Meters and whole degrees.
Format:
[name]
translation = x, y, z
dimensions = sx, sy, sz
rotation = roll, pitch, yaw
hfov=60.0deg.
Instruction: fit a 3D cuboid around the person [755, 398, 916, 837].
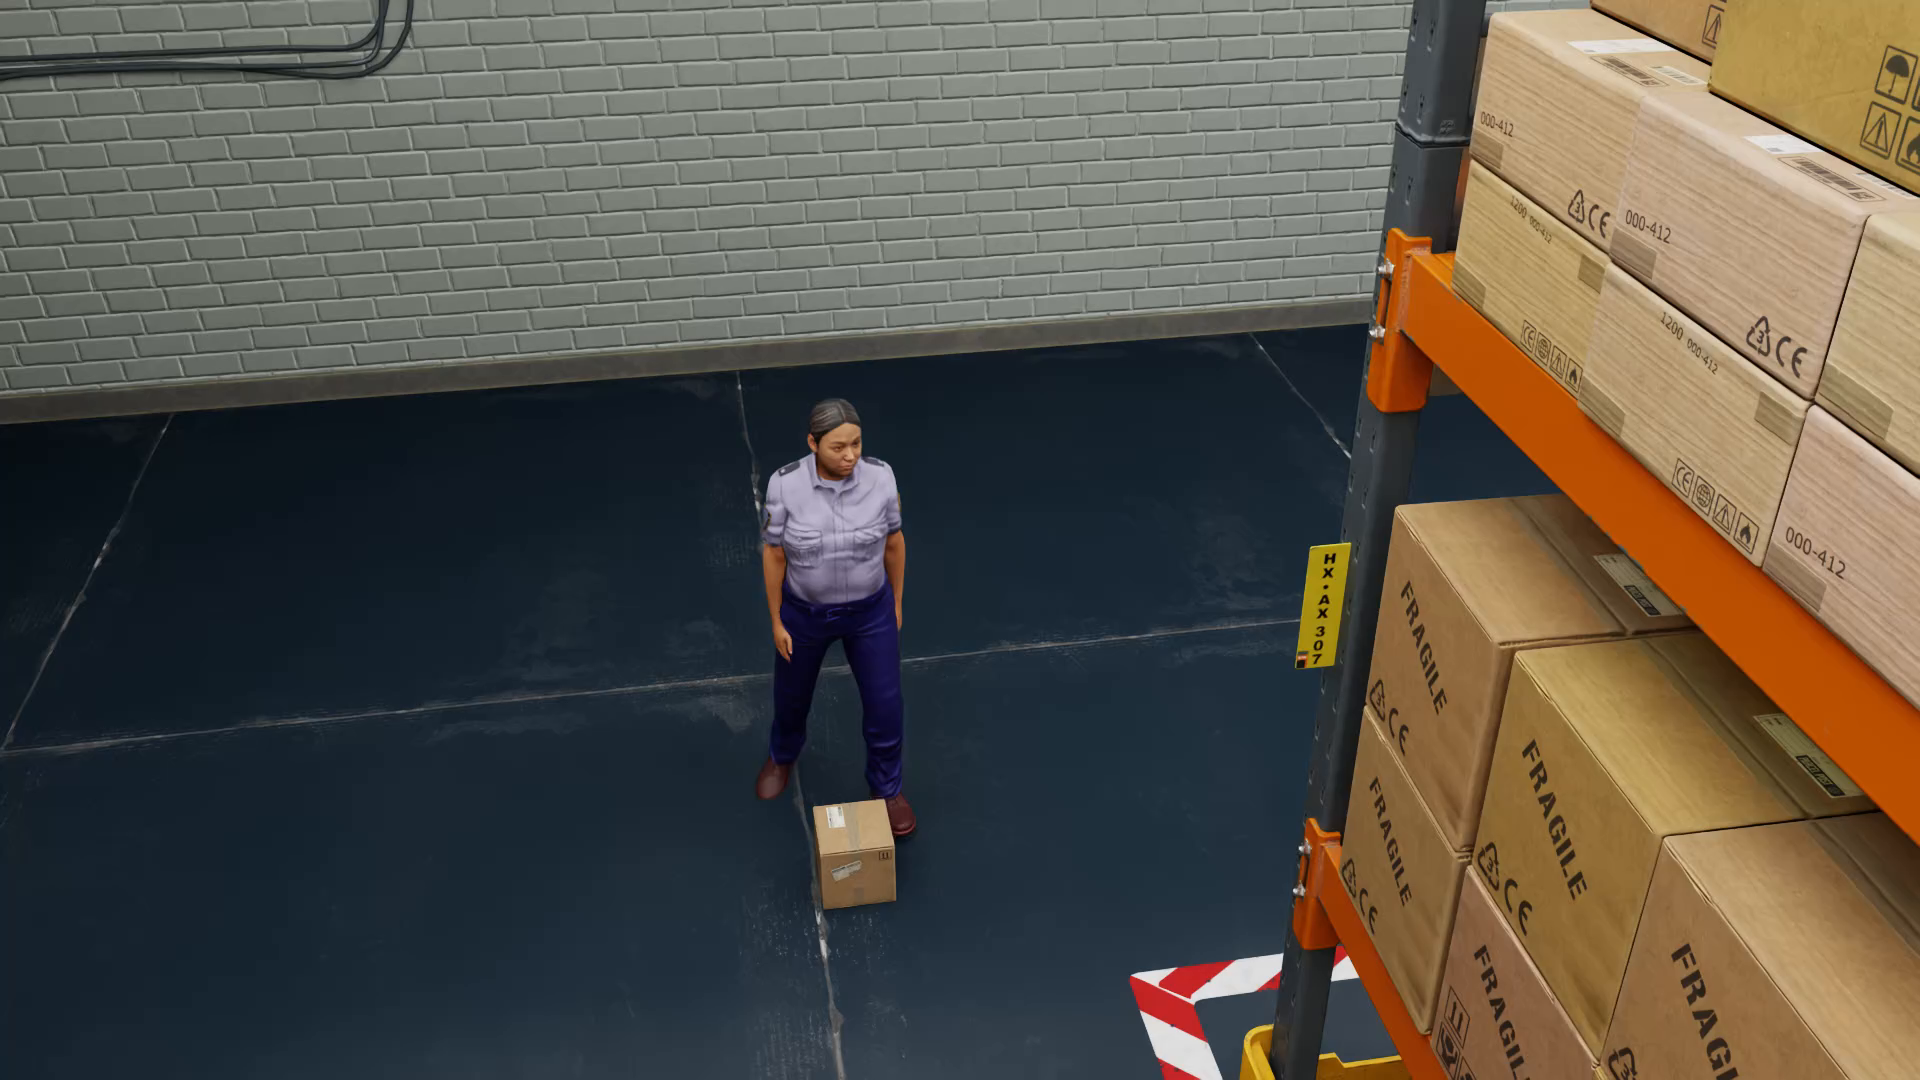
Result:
[person]
translation = -0.467, 0.265, 5.752
dimensions = 0.578, 1.655, 0.572
rotation = -6, 31, -9
